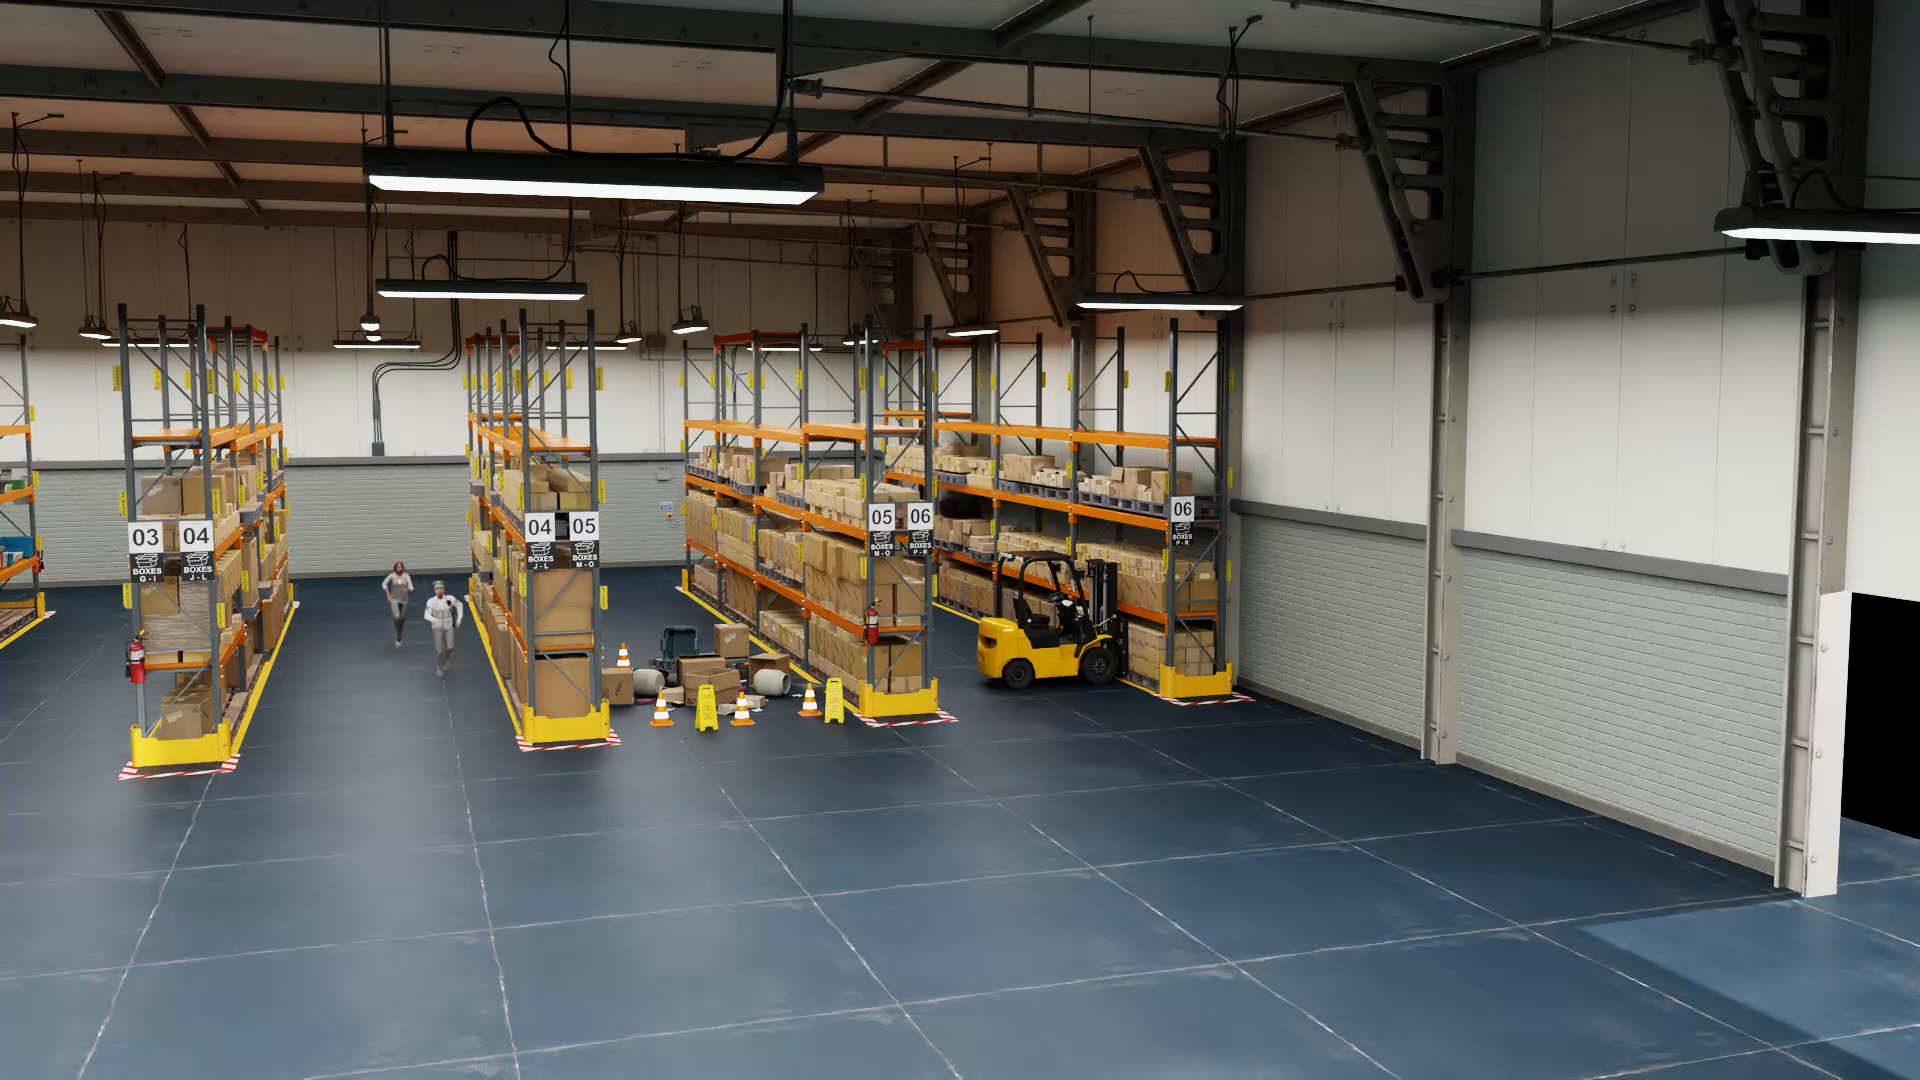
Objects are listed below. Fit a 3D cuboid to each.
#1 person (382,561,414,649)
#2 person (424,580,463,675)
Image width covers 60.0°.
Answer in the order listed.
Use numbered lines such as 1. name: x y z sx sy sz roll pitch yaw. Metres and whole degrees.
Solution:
1. person: -10.636 1.218 31.544 0.522 1.647 0.736 -3 6 -31
2. person: -8.752 1.497 28.209 0.629 1.652 0.738 -2 6 -18
